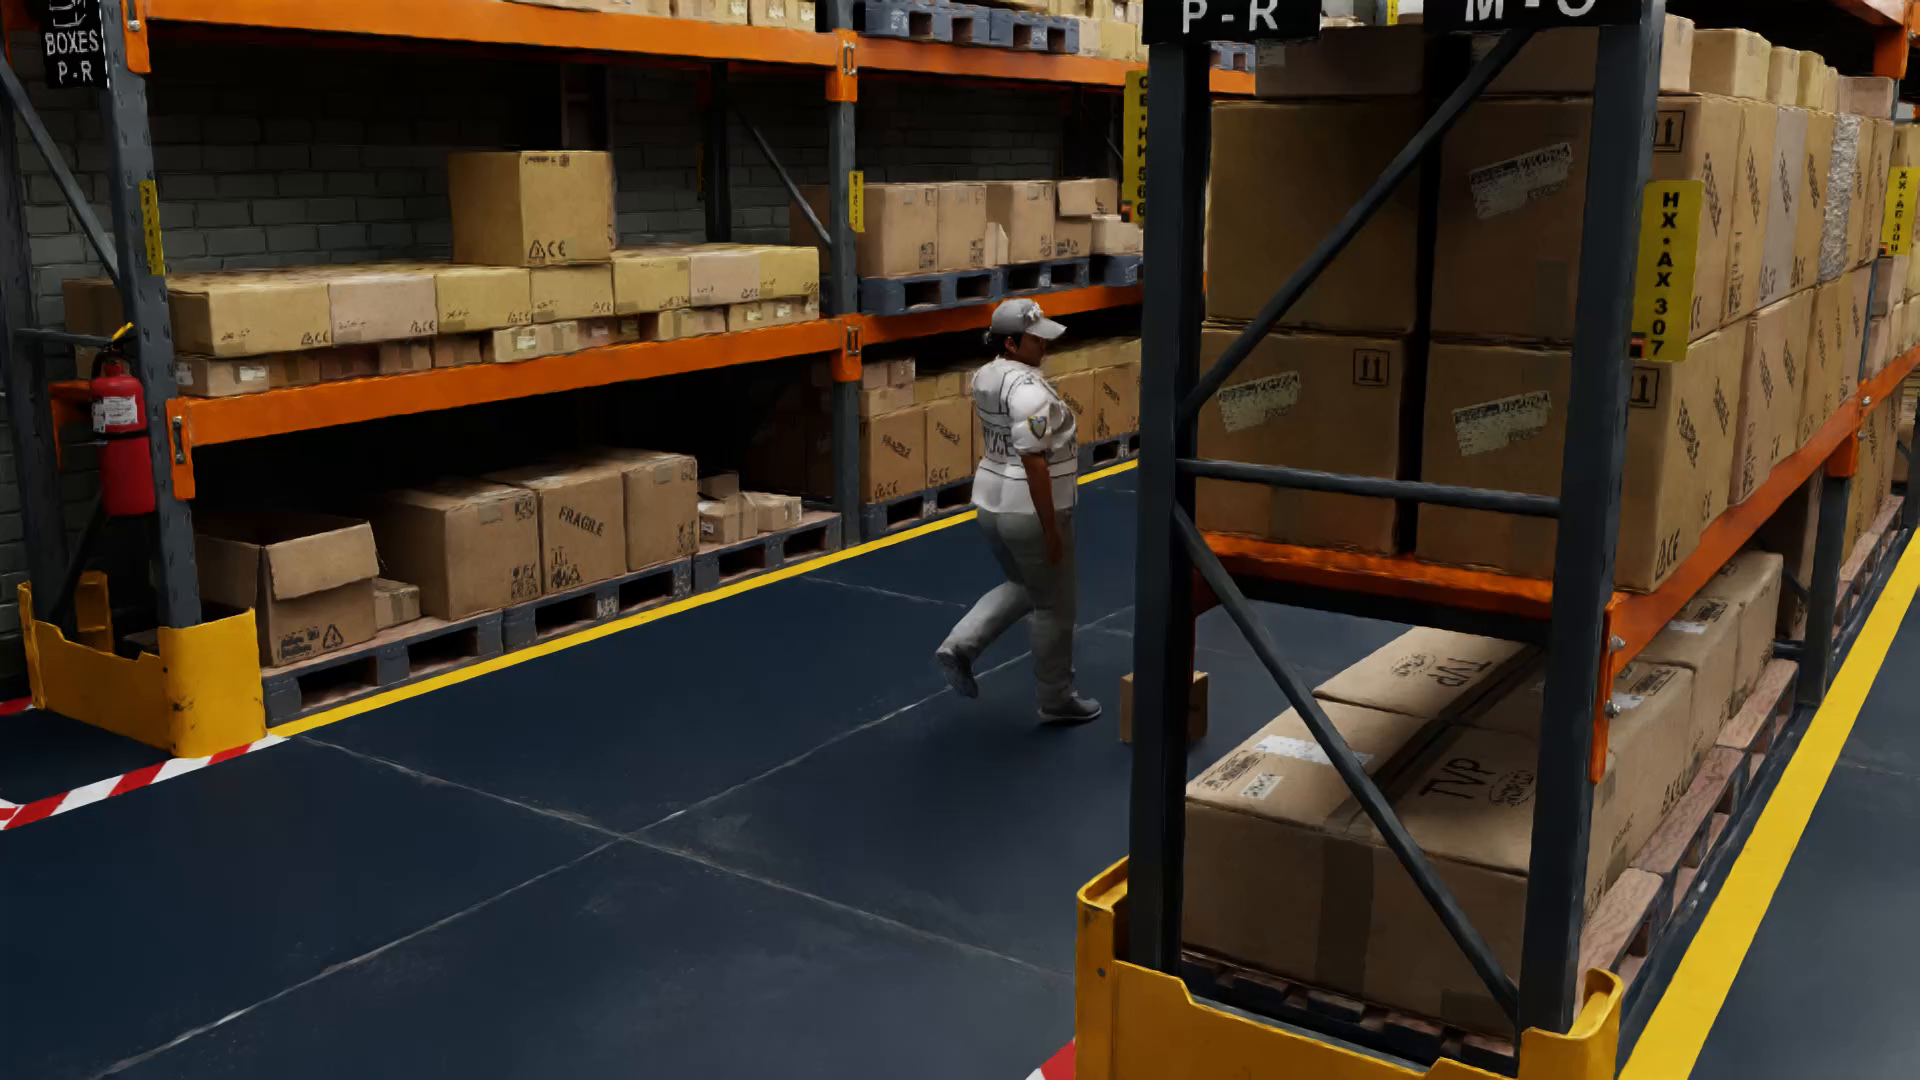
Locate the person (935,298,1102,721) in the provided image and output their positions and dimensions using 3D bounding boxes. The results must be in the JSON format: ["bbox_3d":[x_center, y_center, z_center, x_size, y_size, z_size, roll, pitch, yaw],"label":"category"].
[{"bbox_3d":[0.255,-0.092,6.354,0.672,1.669,0.517,-6,14,-24],"label":"person"}]
